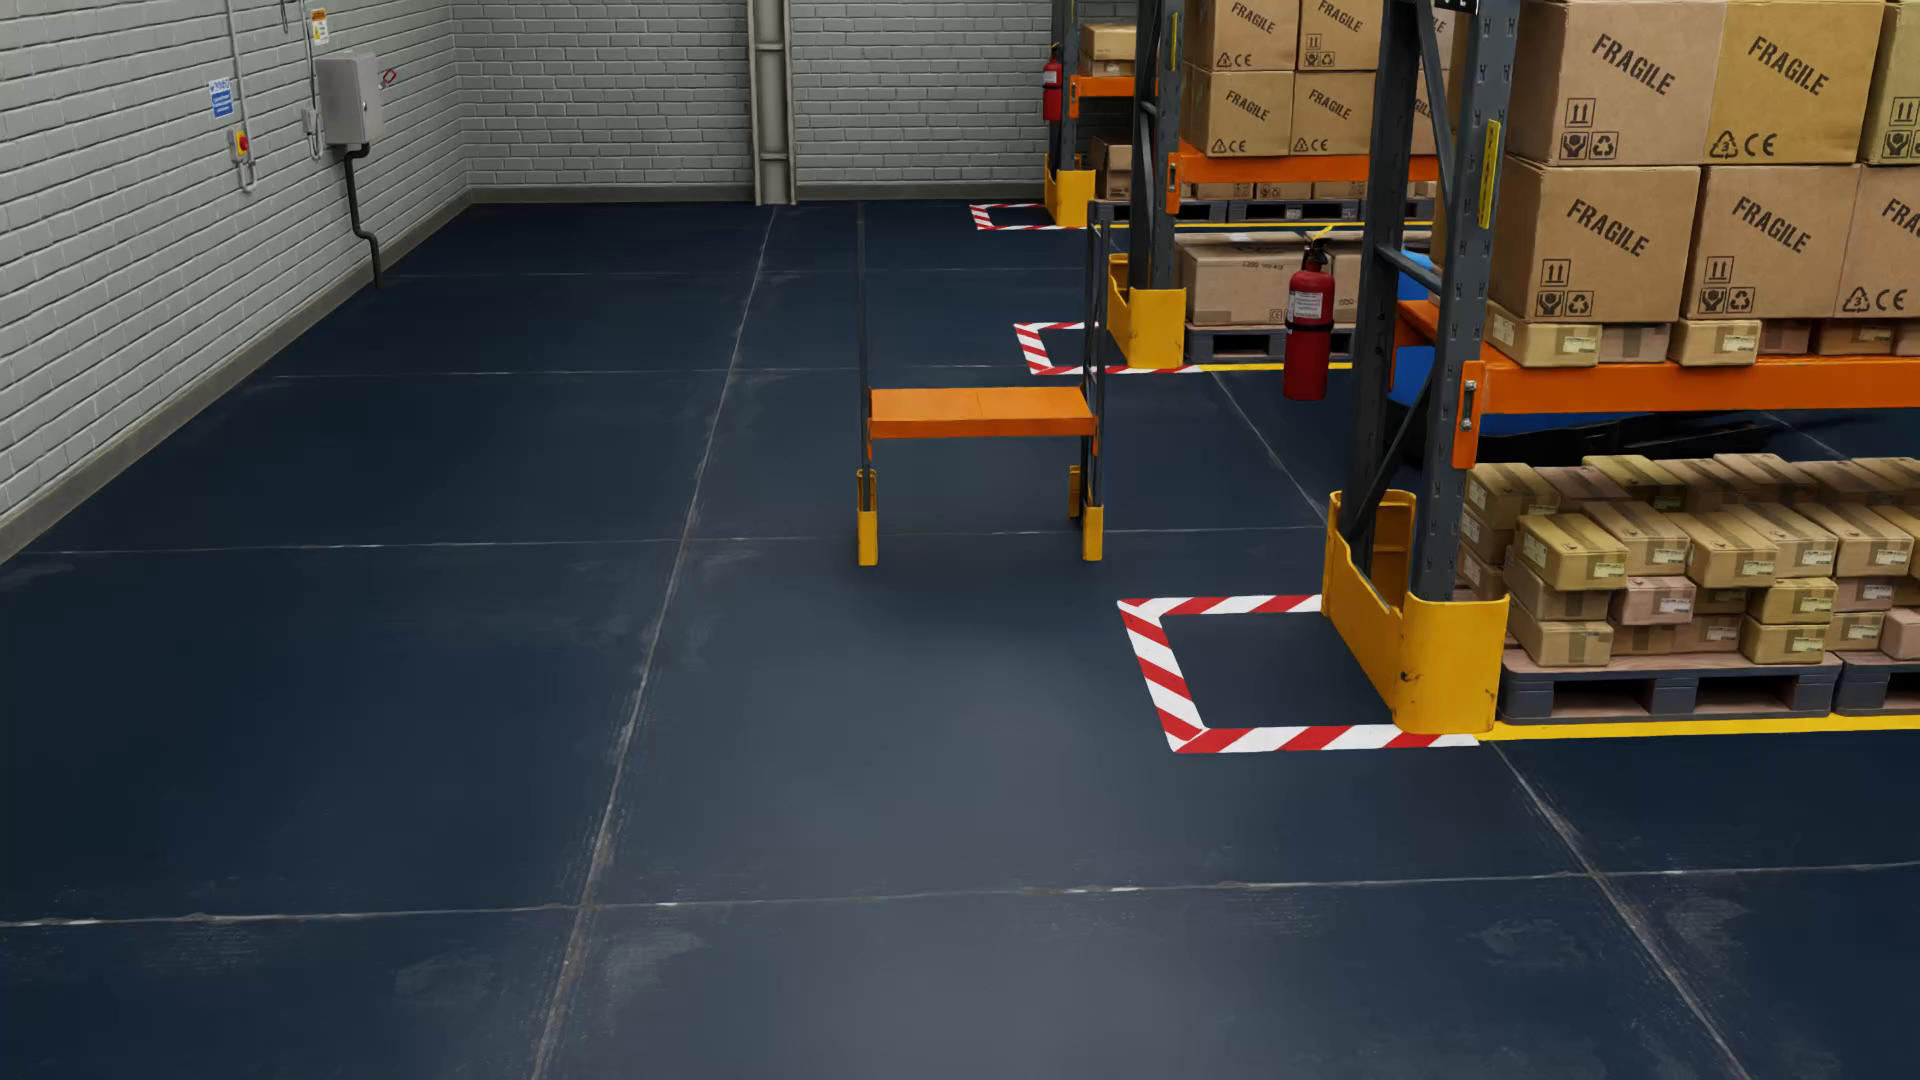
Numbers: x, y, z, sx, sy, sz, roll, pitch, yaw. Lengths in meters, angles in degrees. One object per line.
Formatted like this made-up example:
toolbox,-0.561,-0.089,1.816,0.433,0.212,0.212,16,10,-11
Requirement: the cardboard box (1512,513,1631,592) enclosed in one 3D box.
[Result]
cardboard box,2.156,0.041,5.878,0.250,0.149,0.380,-2,21,-6

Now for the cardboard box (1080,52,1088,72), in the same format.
cardboard box,1.258,-4.431,15.397,0.250,0.149,0.380,-1,21,-4

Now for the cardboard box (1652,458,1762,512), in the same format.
cardboard box,2.895,-0.188,6.479,0.250,0.149,0.380,-2,21,-5

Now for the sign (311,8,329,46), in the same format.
sign,-4.576,-3.672,11.889,0.001,0.242,0.339,-1,21,-3

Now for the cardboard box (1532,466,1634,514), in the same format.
cardboard box,2.381,-0.155,6.392,0.250,0.149,0.380,-1,21,-2

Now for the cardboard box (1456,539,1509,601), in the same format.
cardboard box,2.127,0.124,6.496,0.250,0.149,0.380,-1,21,-2

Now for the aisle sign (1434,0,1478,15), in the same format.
aisle sign,1.557,-2.034,5.094,0.004,0.787,0.394,-1,21,-3

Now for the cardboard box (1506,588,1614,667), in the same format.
cardboard box,2.154,0.312,6.002,0.250,0.149,0.380,-1,21,-2

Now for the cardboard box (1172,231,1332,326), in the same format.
cardboard box,1.883,-1.731,10.963,0.875,0.438,0.875,-2,21,-5

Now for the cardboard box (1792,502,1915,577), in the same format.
cardboard box,3.203,-0.004,5.995,0.250,0.149,0.380,0,21,-1

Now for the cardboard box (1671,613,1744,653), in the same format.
cardboard box,2.659,0.270,6.112,0.250,0.149,0.380,-1,21,-2

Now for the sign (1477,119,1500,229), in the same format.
sign,1.644,-1.139,5.180,0.005,0.325,0.100,-1,21,-3

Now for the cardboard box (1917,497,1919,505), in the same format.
cardboard box,3.714,-0.032,6.069,0.250,0.149,0.380,-1,21,-3

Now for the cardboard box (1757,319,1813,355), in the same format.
cardboard box,2.730,-0.760,5.755,0.250,0.149,0.380,0,21,-1

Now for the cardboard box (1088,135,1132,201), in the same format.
cardboard box,1.559,-3.455,15.398,0.637,0.503,0.797,-2,21,-5

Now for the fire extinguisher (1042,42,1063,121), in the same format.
fire extinguisher,0.822,-4.069,14.726,0.183,0.674,0.296,-1,21,-3

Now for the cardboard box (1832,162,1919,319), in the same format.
cardboard box,3.100,-1.049,5.603,0.500,0.500,0.500,-1,21,-2

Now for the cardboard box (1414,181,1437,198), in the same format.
cardboard box,4.397,-3.276,15.427,0.250,0.149,0.380,-2,21,-5

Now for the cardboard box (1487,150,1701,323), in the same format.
cardboard box,2.077,-1.024,5.536,0.500,0.500,0.500,0,21,0

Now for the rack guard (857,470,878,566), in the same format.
rack guard,-0.421,-0.108,7.554,0.087,0.250,0.587,-1,21,-3

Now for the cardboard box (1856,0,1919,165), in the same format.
cardboard box,3.100,-1.510,5.408,0.500,0.500,0.500,-2,21,-4

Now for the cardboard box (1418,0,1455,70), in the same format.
cardboard box,2.754,-3.132,10.087,0.500,0.500,0.500,-1,21,-3

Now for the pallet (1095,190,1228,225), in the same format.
pallet,1.814,-3.161,15.628,1.213,0.211,1.003,-1,21,-3

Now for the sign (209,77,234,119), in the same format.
sign,-4.457,-2.669,10.035,0.001,0.218,0.327,-1,21,-3

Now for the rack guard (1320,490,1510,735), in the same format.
rack guard,1.689,0.240,6.289,0.348,0.500,1.175,-1,21,-3

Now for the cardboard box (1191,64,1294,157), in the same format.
cardboard box,1.725,-2.638,10.194,0.500,0.500,0.500,-1,21,-3

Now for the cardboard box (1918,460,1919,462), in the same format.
cardboard box,3.938,-0.185,6.472,0.250,0.149,0.380,-2,21,-5

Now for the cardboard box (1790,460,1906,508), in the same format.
cardboard box,3.429,-0.179,6.456,0.250,0.149,0.380,-2,21,-5

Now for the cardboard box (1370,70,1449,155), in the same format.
cardboard box,2.737,-2.662,10.257,0.500,0.500,0.500,-1,21,-3

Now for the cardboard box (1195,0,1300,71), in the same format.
cardboard box,1.725,-3.106,10.018,0.500,0.500,0.500,-2,21,-4

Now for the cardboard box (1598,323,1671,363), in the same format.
cardboard box,2.207,-0.720,5.649,0.250,0.149,0.380,0,21,-1

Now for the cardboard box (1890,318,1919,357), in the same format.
cardboard box,3.250,-0.752,5.733,0.250,0.149,0.380,-2,21,-4

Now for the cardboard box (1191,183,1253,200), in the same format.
cardboard box,2.414,-3.457,15.408,0.500,0.500,0.700,0,21,-1

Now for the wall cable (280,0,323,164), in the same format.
wall cable,-4.491,-3.539,11.273,0.122,1.984,0.588,-1,21,-3

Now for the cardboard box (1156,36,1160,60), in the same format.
cardboard box,1.914,-4.439,14.858,0.500,0.250,0.500,-1,21,-2

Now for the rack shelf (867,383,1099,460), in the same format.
rack shelf,0.085,-0.535,7.423,1.000,0.185,0.538,-1,21,-3

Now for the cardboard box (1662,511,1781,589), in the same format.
cardboard box,2.683,0.033,5.899,0.250,0.149,0.380,-1,21,-3

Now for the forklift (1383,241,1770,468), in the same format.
forklift,3.723,-1.954,8.634,3.031,2.935,1.130,-9,23,-22

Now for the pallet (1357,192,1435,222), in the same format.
pallet,4.250,-3.211,15.759,1.213,0.211,1.003,-1,21,-3

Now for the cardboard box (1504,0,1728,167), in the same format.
cardboard box,2.076,-1.495,5.368,0.500,0.500,0.500,-1,21,-3

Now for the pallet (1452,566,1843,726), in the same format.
pallet,2.502,0.371,6.351,1.213,0.211,1.003,-1,21,-3

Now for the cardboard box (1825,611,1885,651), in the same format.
cardboard box,3.169,0.265,6.126,0.250,0.149,0.380,-1,21,-3

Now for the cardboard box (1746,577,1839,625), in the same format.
cardboard box,2.929,0.162,5.978,0.250,0.149,0.380,-1,21,-1

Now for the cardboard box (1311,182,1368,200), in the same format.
cardboard box,3.451,-3.478,15.464,0.500,0.500,0.700,-2,21,-5

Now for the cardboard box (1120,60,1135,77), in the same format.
cardboard box,1.538,-4.260,14.948,0.250,0.149,0.380,-1,21,-2

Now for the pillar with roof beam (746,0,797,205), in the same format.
pillar with roof beam,-1.555,-5.986,10.698,0.400,9.000,9.100,-1,21,-3

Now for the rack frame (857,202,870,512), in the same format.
rack frame,-0.422,-0.692,7.332,0.032,1.500,0.500,-1,21,-3

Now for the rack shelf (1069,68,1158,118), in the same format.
rack shelf,2.939,-4.151,15.319,4.000,0.370,1.077,-1,21,-3

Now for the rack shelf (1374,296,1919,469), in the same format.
rack shelf,3.610,-0.632,6.075,4.000,0.370,1.077,-1,21,-3

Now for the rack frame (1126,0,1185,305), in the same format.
rack frame,1.230,-2.683,10.454,0.127,3.000,1.000,-1,21,-3

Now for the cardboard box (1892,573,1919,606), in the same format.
cardboard box,3.457,0.103,6.134,0.250,0.149,0.380,0,21,0

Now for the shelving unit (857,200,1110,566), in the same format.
shelving unit,0.076,-0.702,7.358,1.083,1.500,0.587,-1,21,-3

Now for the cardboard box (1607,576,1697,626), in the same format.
cardboard box,2.427,0.165,5.970,0.250,0.149,0.380,-1,21,-3
